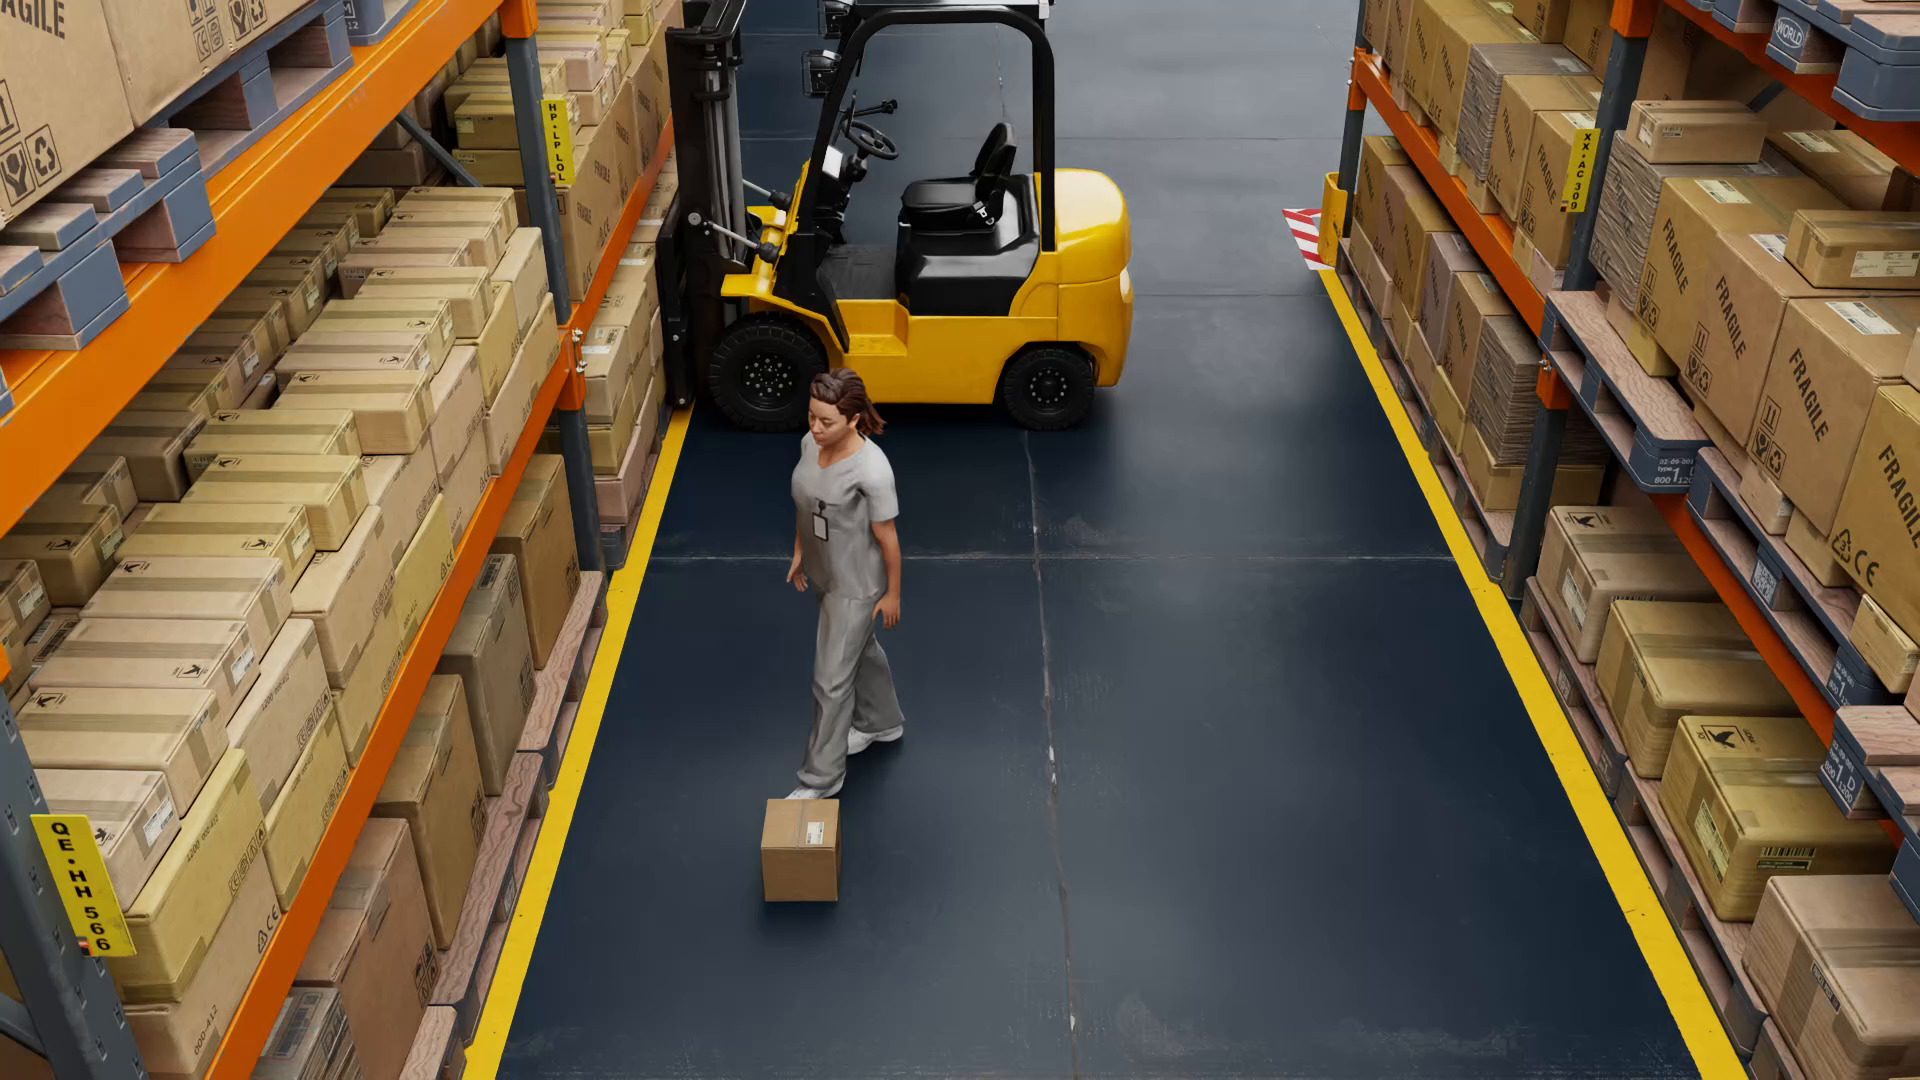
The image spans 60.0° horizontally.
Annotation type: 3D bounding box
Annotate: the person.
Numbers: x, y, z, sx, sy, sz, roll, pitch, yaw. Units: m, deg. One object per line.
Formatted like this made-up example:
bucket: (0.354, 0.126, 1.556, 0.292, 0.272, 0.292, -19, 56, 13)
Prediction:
person: (-0.478, 0.158, 5.863, 0.659, 1.666, 0.465, -20, 37, -30)
